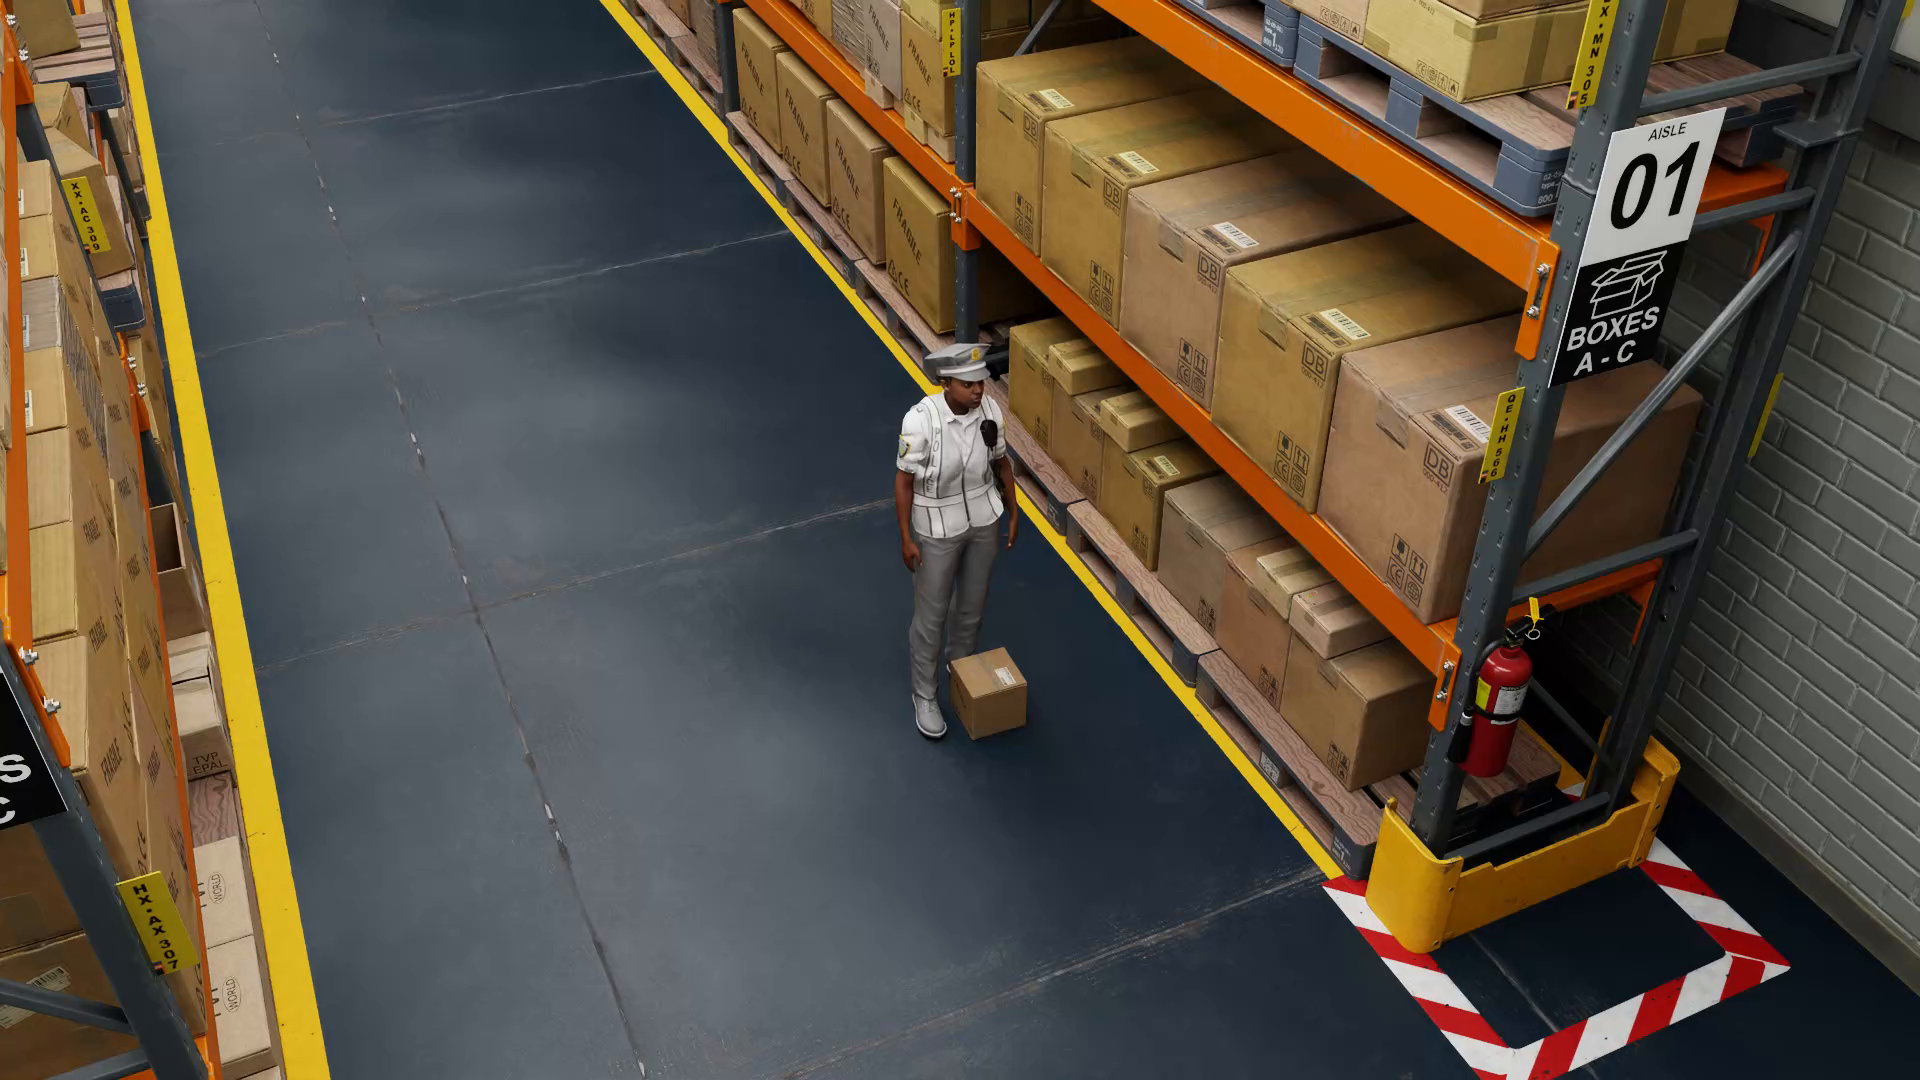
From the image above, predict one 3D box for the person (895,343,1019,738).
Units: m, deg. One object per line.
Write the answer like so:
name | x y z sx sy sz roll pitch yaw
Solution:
person | 0.004 -0.024 6.843 0.570 1.698 0.528 -16 40 -20
